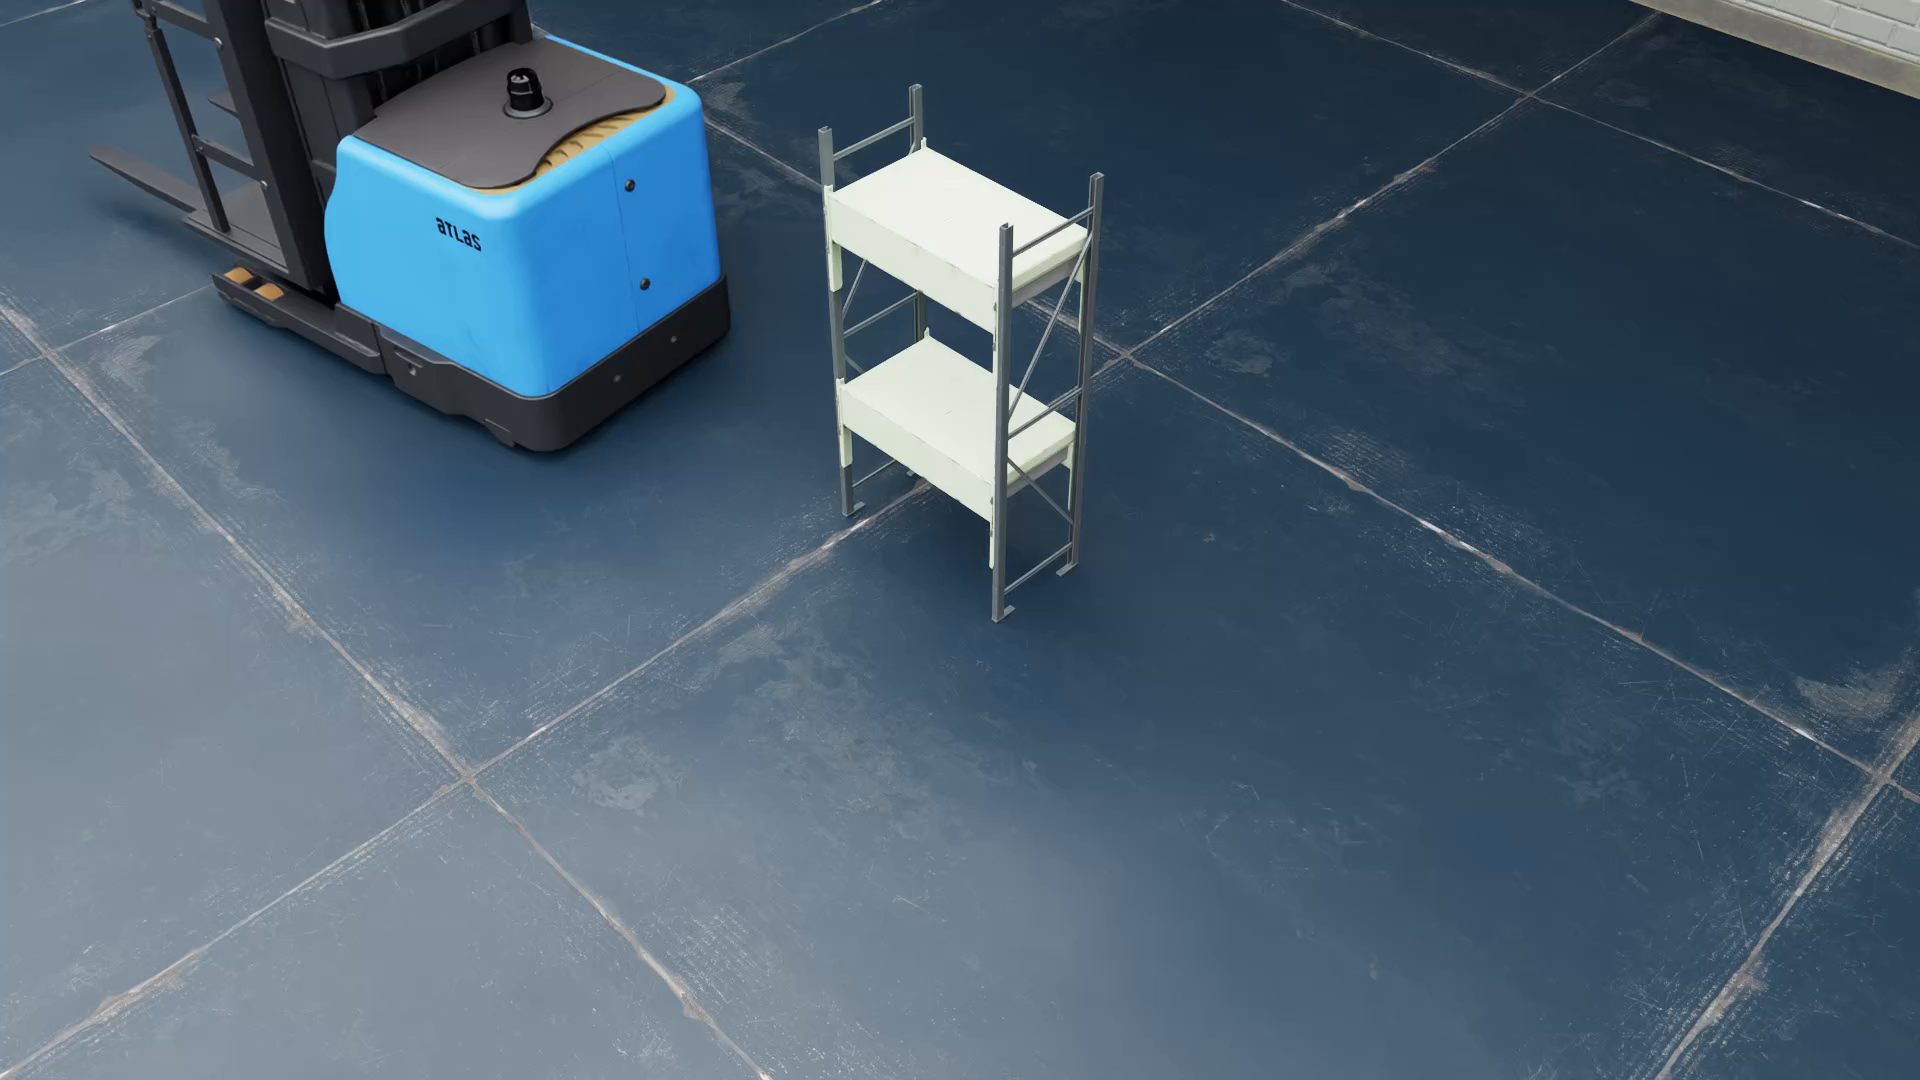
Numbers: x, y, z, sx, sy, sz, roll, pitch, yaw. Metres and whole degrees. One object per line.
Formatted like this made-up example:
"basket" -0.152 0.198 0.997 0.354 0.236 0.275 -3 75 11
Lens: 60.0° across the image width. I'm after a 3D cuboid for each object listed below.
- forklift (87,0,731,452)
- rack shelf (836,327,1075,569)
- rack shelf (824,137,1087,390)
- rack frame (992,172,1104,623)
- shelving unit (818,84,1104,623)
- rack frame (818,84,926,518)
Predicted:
"forklift" -2.396 -2.202 5.973 3.031 2.935 1.130 26 49 25
"rack shelf" -0.005 -0.315 5.466 0.431 0.370 0.720 -34 53 -31
"rack shelf" -0.005 -0.841 4.980 0.431 0.370 0.720 -34 53 -31
"rack frame" 0.254 -0.378 5.054 0.400 1.500 0.023 -34 53 -31
"shelving unit" -0.005 -0.554 5.244 0.431 1.500 0.755 -34 53 -31
"rack frame" -0.263 -0.730 5.435 0.400 1.500 0.023 -34 53 -31
